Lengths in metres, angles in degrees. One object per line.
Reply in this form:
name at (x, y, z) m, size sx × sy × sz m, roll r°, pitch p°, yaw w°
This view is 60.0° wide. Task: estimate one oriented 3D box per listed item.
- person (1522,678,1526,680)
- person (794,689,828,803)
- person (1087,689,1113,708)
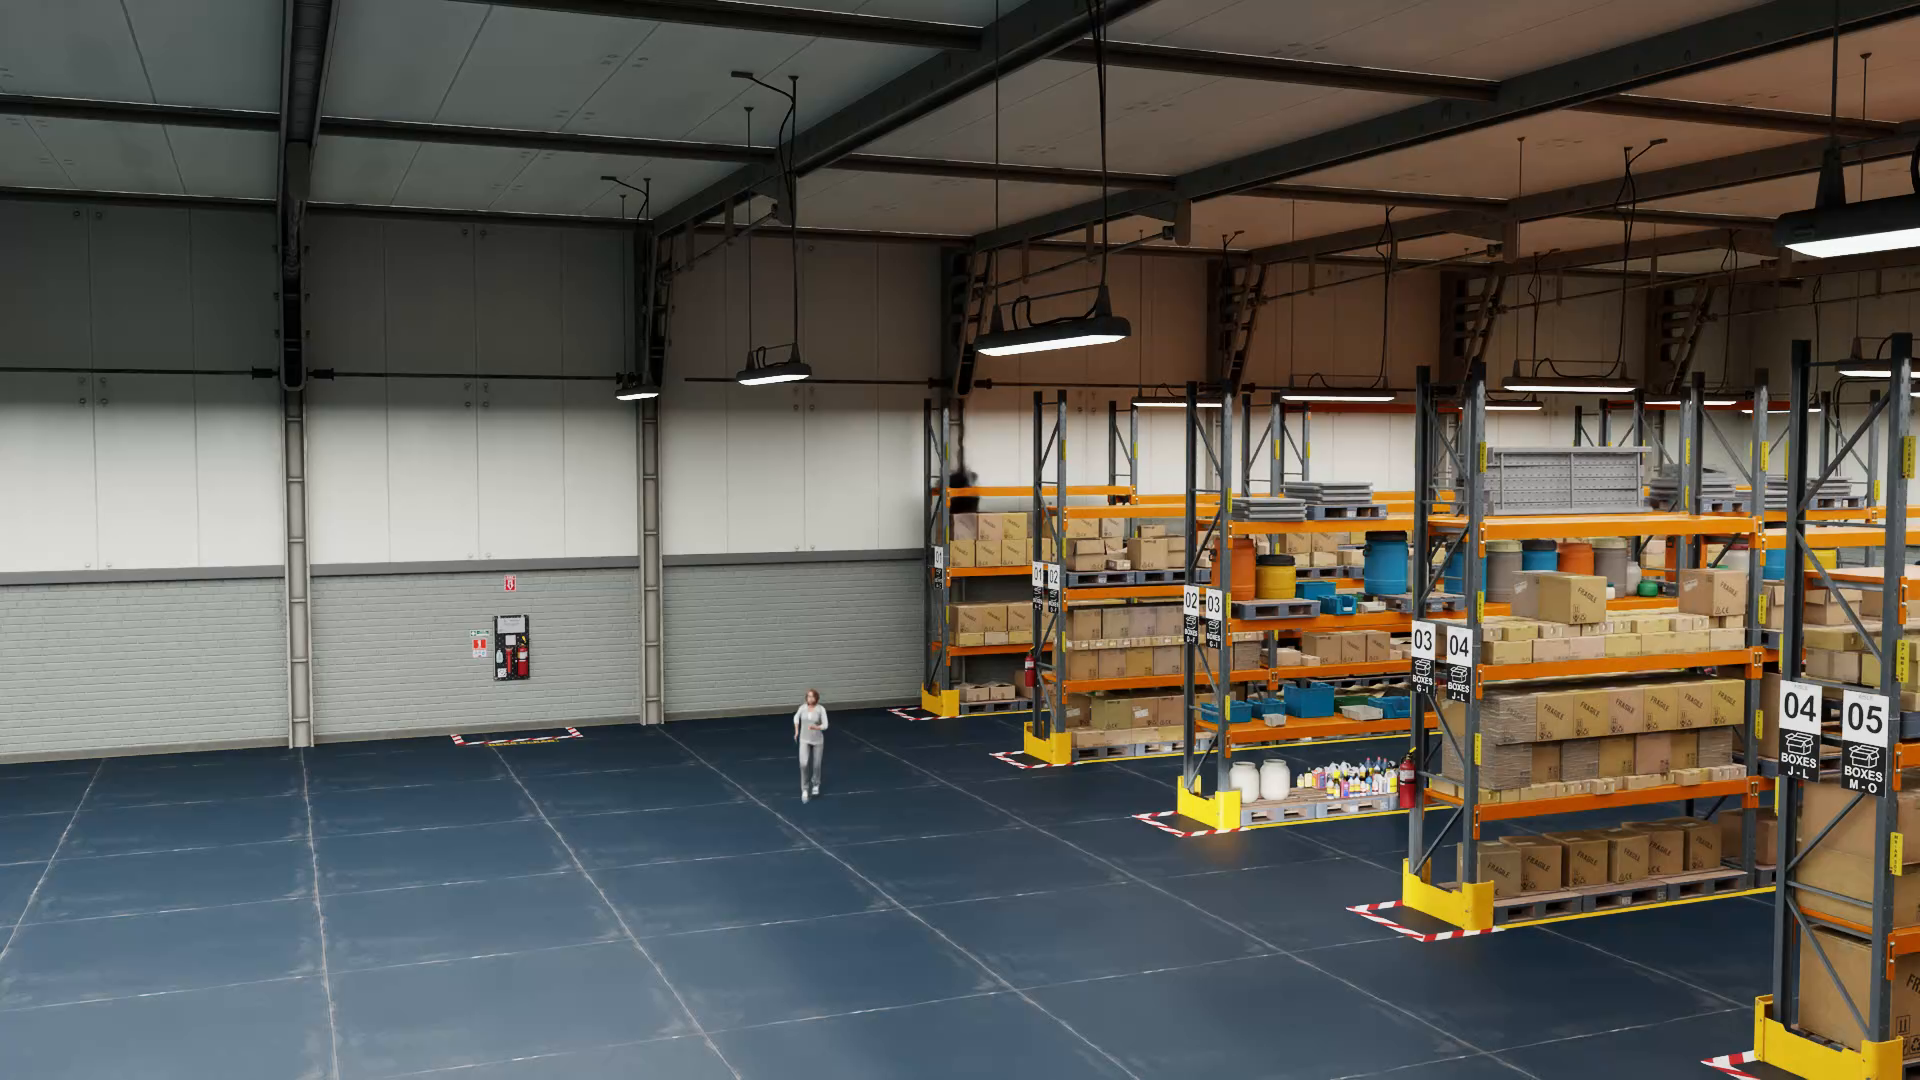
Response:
person at (9.416, 2.640, 28.250) m, size 0.897 × 1.736 × 0.713 m, roll -2°, pitch 4°, yaw -31°
person at (-2.150, 2.954, 23.968) m, size 0.506 × 1.631 × 0.695 m, roll 0°, pitch 3°, yaw -2°
person at (2.439, 2.255, 29.509) m, size 0.920 × 1.845 × 0.691 m, roll -2°, pitch 4°, yaw -30°
